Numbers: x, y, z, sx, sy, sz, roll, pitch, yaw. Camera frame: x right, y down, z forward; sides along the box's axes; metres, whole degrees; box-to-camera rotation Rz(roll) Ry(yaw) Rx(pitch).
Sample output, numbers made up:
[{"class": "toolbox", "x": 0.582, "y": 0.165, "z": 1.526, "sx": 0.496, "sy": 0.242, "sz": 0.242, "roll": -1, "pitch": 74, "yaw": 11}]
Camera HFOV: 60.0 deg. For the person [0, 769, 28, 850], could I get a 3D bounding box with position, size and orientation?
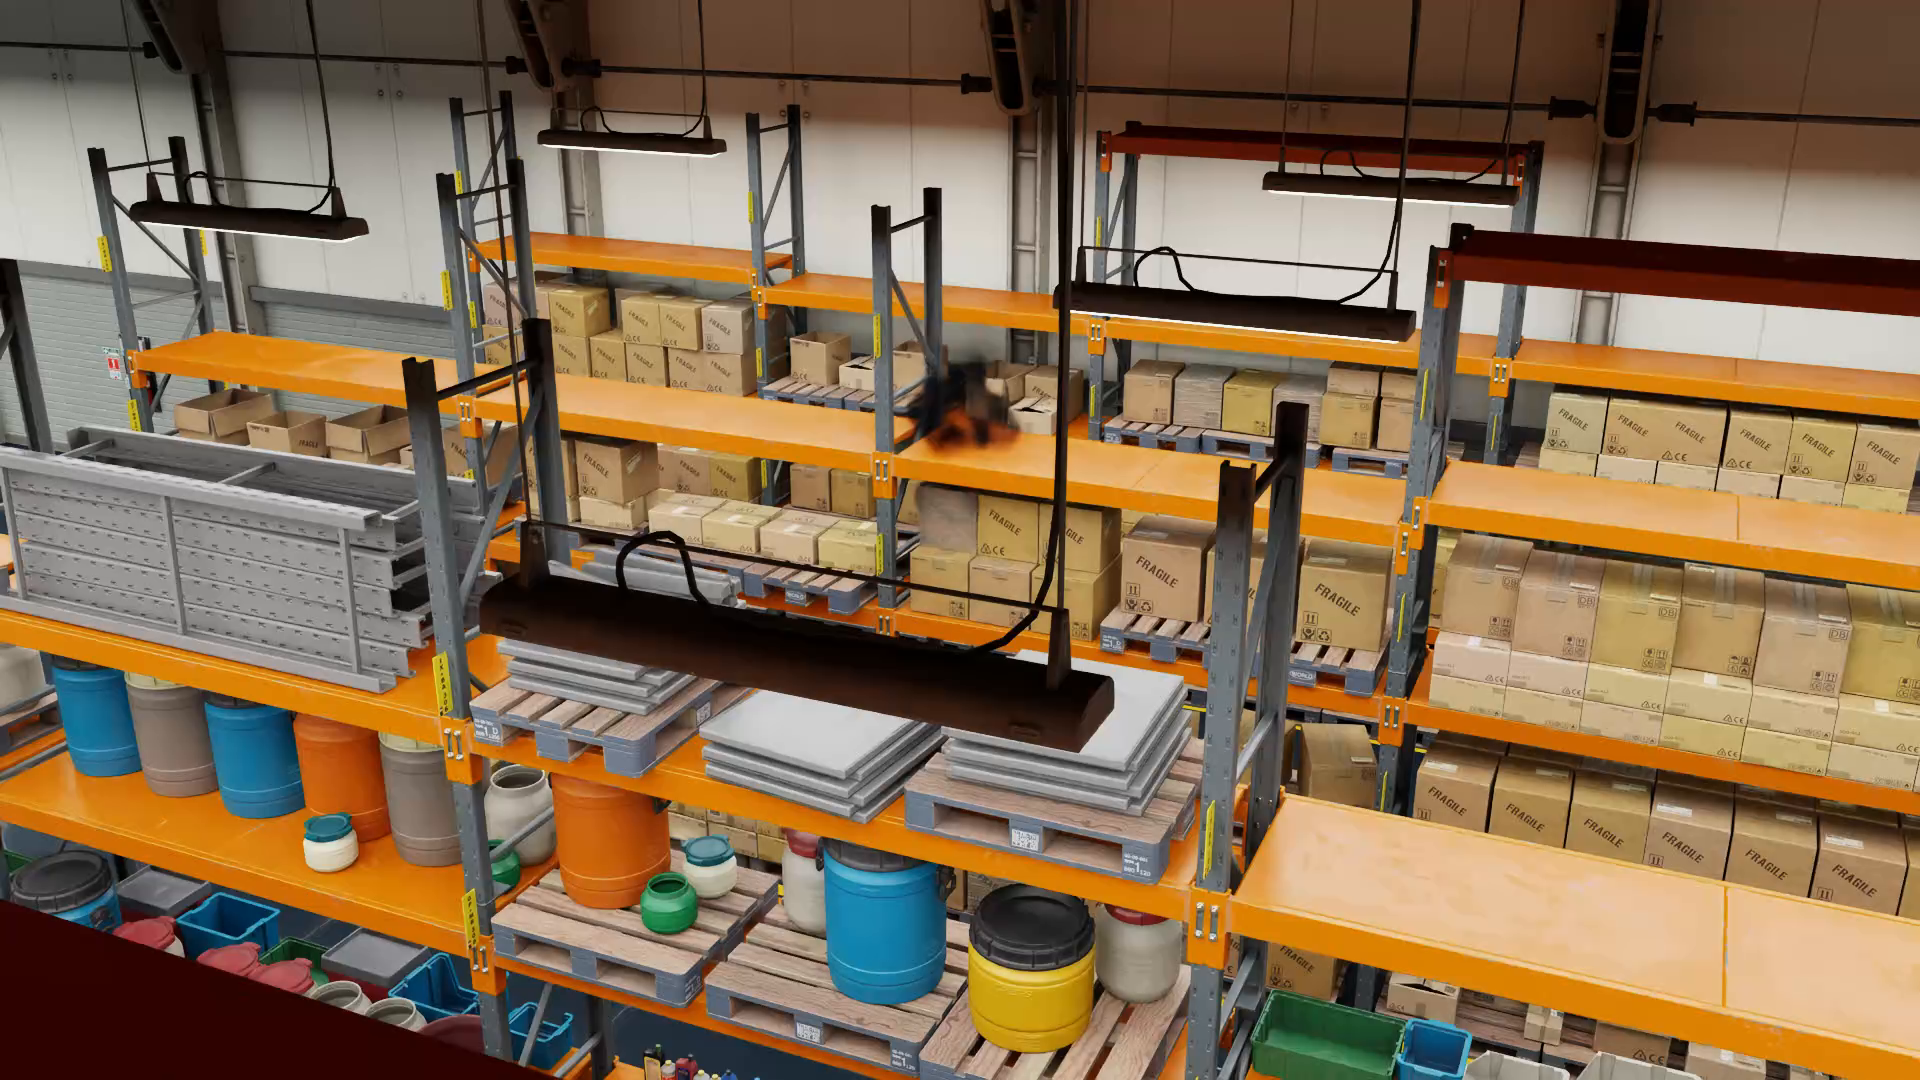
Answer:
[{"class": "person", "x": -8.171, "y": 2.361, "z": 14.071, "sx": 0.679, "sy": 1.724, "sz": 0.559, "roll": 8, "pitch": 22, "yaw": 21}]
